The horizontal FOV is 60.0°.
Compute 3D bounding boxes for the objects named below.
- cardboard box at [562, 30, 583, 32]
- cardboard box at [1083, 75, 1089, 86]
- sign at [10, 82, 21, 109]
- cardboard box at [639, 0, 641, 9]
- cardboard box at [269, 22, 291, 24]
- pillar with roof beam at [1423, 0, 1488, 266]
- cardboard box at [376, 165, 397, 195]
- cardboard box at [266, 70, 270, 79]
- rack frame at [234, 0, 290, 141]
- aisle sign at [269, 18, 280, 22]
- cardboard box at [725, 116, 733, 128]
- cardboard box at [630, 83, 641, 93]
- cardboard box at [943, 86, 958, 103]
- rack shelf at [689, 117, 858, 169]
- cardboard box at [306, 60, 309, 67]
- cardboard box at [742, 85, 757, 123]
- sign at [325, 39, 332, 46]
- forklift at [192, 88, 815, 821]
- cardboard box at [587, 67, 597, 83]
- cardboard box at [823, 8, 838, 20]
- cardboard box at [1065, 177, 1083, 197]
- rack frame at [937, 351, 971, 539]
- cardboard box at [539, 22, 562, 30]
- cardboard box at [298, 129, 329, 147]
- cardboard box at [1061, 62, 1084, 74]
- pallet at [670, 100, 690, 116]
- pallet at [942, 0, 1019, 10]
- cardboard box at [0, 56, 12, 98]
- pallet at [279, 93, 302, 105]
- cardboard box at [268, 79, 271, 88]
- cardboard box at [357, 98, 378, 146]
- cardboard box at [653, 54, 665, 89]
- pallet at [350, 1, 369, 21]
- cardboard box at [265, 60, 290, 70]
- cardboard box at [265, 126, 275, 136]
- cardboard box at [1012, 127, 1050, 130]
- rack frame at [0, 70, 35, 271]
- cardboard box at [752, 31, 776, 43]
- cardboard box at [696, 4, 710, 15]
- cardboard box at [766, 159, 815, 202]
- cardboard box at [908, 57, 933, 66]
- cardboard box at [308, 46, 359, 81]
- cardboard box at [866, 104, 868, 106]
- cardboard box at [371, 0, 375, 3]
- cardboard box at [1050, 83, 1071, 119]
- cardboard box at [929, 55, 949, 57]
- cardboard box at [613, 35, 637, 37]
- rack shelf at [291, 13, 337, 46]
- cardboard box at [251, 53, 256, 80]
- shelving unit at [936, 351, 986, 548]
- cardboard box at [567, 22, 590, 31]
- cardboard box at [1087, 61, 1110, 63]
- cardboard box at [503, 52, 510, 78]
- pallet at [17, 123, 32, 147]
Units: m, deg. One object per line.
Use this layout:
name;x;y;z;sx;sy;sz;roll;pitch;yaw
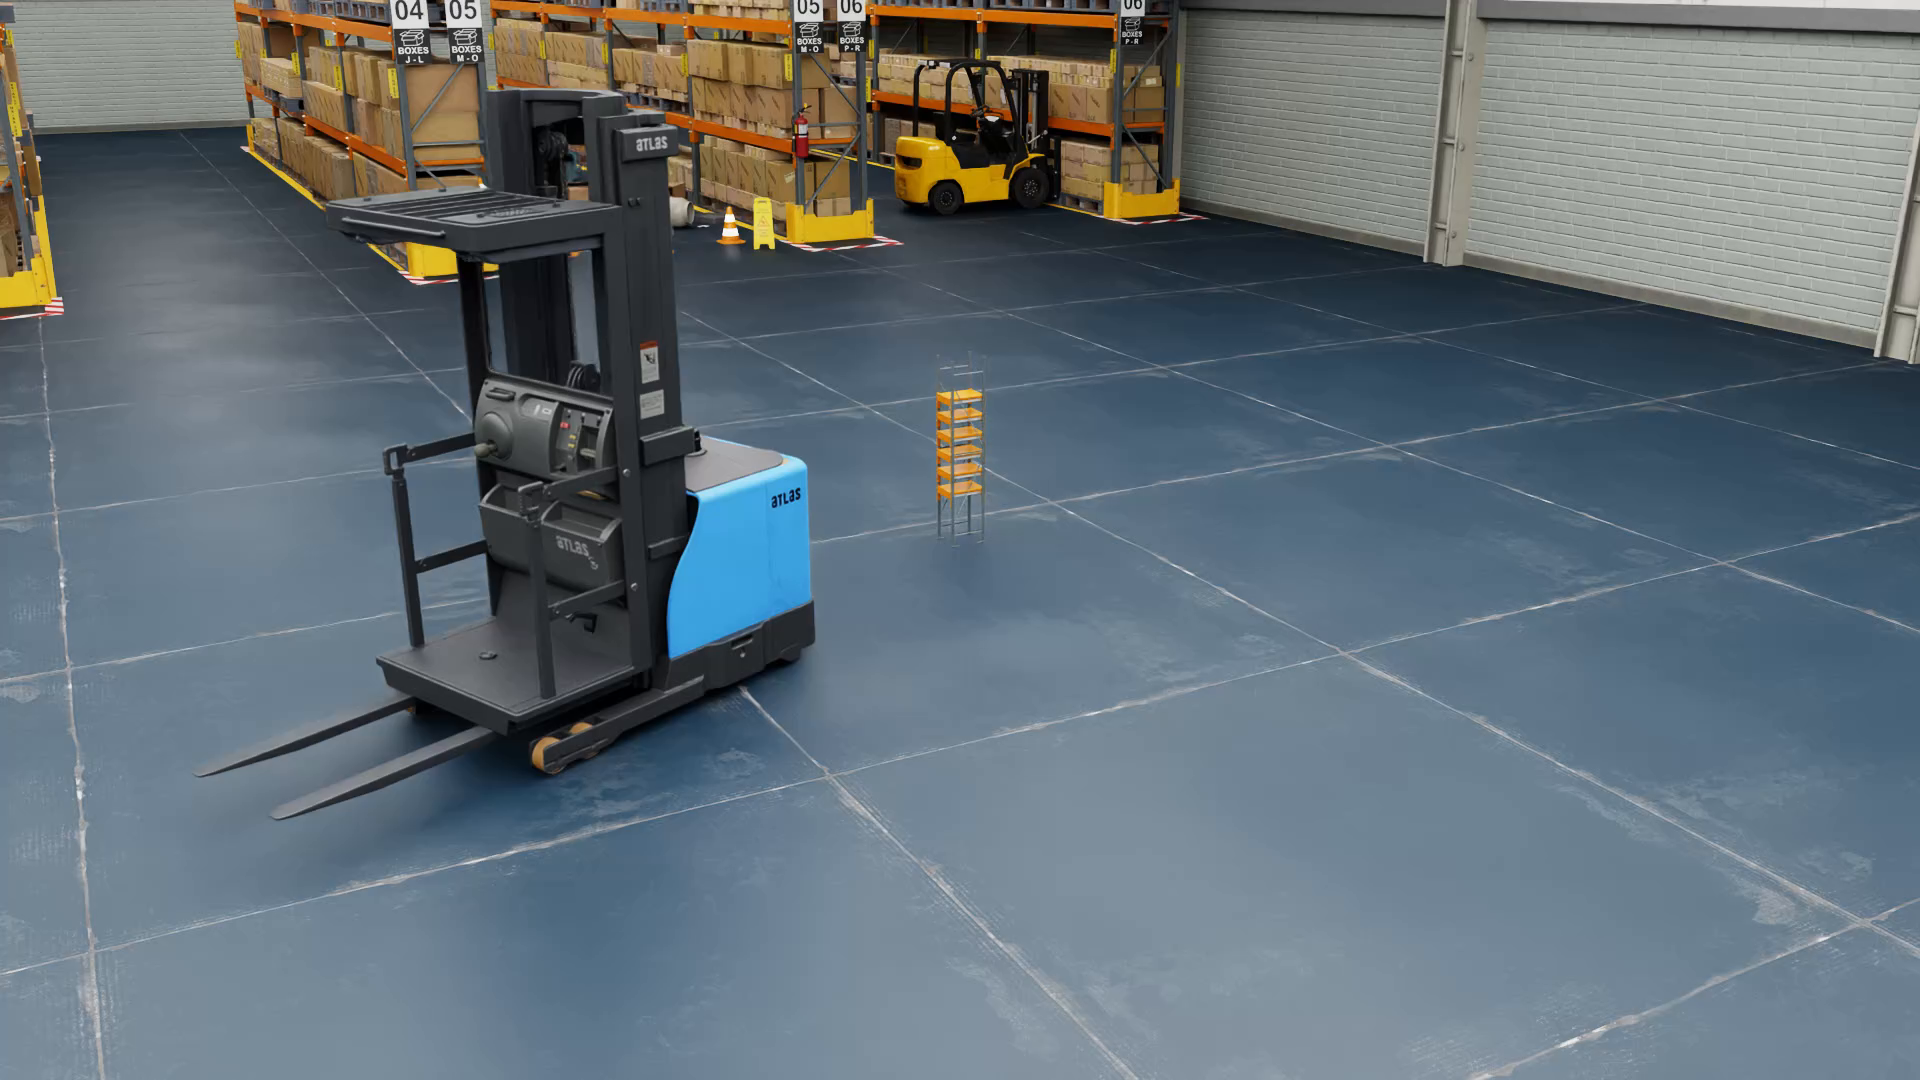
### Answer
cardboard box;-7.415;-9.592;32.144;0.500;0.500;0.500;-10;21;-26
cardboard box;2.035;-6.786;24.550;0.380;0.149;0.250;-10;21;-26
sign;-11.850;-5.562;20.823;0.100;0.325;0.005;-10;21;-27
cardboard box;-4.753;-8.783;26.728;0.797;0.503;0.637;-10;21;-27
cardboard box;-12.933;-9.672;31.922;0.500;0.500;0.500;-11;22;-28
pillar with roof beam;2.186;-7.009;17.148;9.100;9.000;0.400;-10;21;-27
cardboard box;-6.812;-4.288;21.073;0.875;0.875;0.875;-10;22;-28
cardboard box;-11.556;-7.915;28.257;0.380;0.149;0.250;-11;22;-29
rack frame;-13.610;-9.250;32.840;1.000;3.000;0.127;-10;21;-27
aisle sign;-13.380;-10.547;32.611;0.394;0.787;0.004;-10;21;-27
cardboard box;-3.136;-5.974;23.730;0.380;0.149;0.250;-10;21;-26
cardboard box;-5.205;-7.453;27.373;0.380;0.149;0.250;-10;21;-26
cardboard box;0.051;-7.548;28.136;0.500;0.250;0.500;-10;21;-27
rack shelf;-2.653;-5.687;23.617;1.077;0.370;4.000;-10;21;-27
cardboard box;-10.973;-8.151;28.484;0.380;0.149;0.250;-10;21;-27
cardboard box;-2.672;-6.043;22.935;0.500;0.500;0.500;-10;21;-27
sign;-11.223;-8.736;29.576;0.100;0.325;0.005;-10;21;-27
forklift;-2.075;-0.505;7.601;1.130;2.935;3.031;14;24;36
cardboard box;-6.203;-8.161;29.147;0.500;0.250;0.500;-11;22;-28
cardboard box;-1.575;-6.898;21.809;0.380;0.149;0.250;-10;21;-27
cardboard box;1.934;-5.352;25.114;0.500;0.250;0.500;-10;21;-27
rack frame;-0.037;-0.589;10.500;0.240;1.200;0.006;-10;21;-27
cardboard box;-7.858;-9.856;31.915;0.380;0.149;0.250;-9;21;-25
cardboard box;-10.366;-6.481;26.853;0.500;0.250;0.500;-11;22;-28
cardboard box;1.741;-7.065;24.903;0.380;0.149;0.250;-9;21;-25
pallet;-3.838;-6.752;25.895;1.003;0.211;1.213;-10;21;-27
pallet;0.334;-8.950;27.664;0.805;0.209;1.217;-11;22;-29
cardboard box;-11.630;-5.497;19.820;0.500;0.500;0.500;-10;21;-27
pallet;-10.787;-7.425;27.844;1.003;0.211;1.213;-10;21;-27
cardboard box;-11.557;-7.774;28.304;0.380;0.149;0.250;-10;21;-26
cardboard box;-7.292;-5.445;21.581;0.875;0.550;0.550;-10;21;-27
cardboard box;-4.500;-7.376;26.155;0.500;0.500;0.500;-9;21;-25
pallet;-6.957;-6.595;20.683;1.003;0.211;1.213;-10;21;-27
cardboard box;-11.554;-8.053;28.201;0.380;0.149;0.250;-10;22;-27
cardboard box;-12.653;-7.583;30.824;0.380;0.149;0.250;-11;22;-29
cardboard box;1.168;-6.631;27.289;0.500;0.250;0.500;-10;21;-26
rack frame;-10.425;-3.918;17.387;1.000;3.000;0.127;-10;21;-27
cardboard box;-4.244;-10.638;35.485;0.500;0.500;0.500;-9;21;-25
cardboard box;-3.598;-7.689;24.101;0.380;0.149;0.250;-10;21;-27
cardboard box;-2.313;-4.896;22.642;0.500;0.500;0.500;-10;21;-26
cardboard box;-0.690;-8.449;29.371;0.380;0.149;0.250;-10;21;-26
cardboard box;-9.606;-7.343;25.627;0.700;0.500;0.500;-10;21;-27
cardboard box;-1.954;-8.565;33.049;0.380;0.149;0.250;-10;21;-26
cardboard box;-6.709;-6.391;19.544;0.380;0.149;0.250;-10;21;-26
cardboard box;1.717;-6.668;25.204;0.500;0.500;0.500;-10;22;-28
cardboard box;-0.333;-8.610;29.837;0.380;0.149;0.250;-10;22;-28
cardboard box;-5.997;-8.741;29.677;0.500;0.500;0.500;-9;21;-25
rack shelf;-8.861;-7.457;24.149;1.077;0.370;4.000;-10;21;-27
cardboard box;-12.894;-8.829;31.009;0.500;0.500;0.500;-11;22;-28
shelving unit;0.007;-0.563;10.424;0.258;1.200;0.189;-10;21;-27
cardboard box;-7.323;-9.855;31.912;0.380;0.149;0.250;-10;22;-27
cardboard box;2.170;-7.236;25.401;0.380;0.149;0.250;-11;22;-28
cardboard box;-9.061;-9.770;34.193;0.500;0.500;0.500;-10;22;-27
pallet;-12.559;-5.217;21.447;1.003;0.211;1.213;-10;21;-27
